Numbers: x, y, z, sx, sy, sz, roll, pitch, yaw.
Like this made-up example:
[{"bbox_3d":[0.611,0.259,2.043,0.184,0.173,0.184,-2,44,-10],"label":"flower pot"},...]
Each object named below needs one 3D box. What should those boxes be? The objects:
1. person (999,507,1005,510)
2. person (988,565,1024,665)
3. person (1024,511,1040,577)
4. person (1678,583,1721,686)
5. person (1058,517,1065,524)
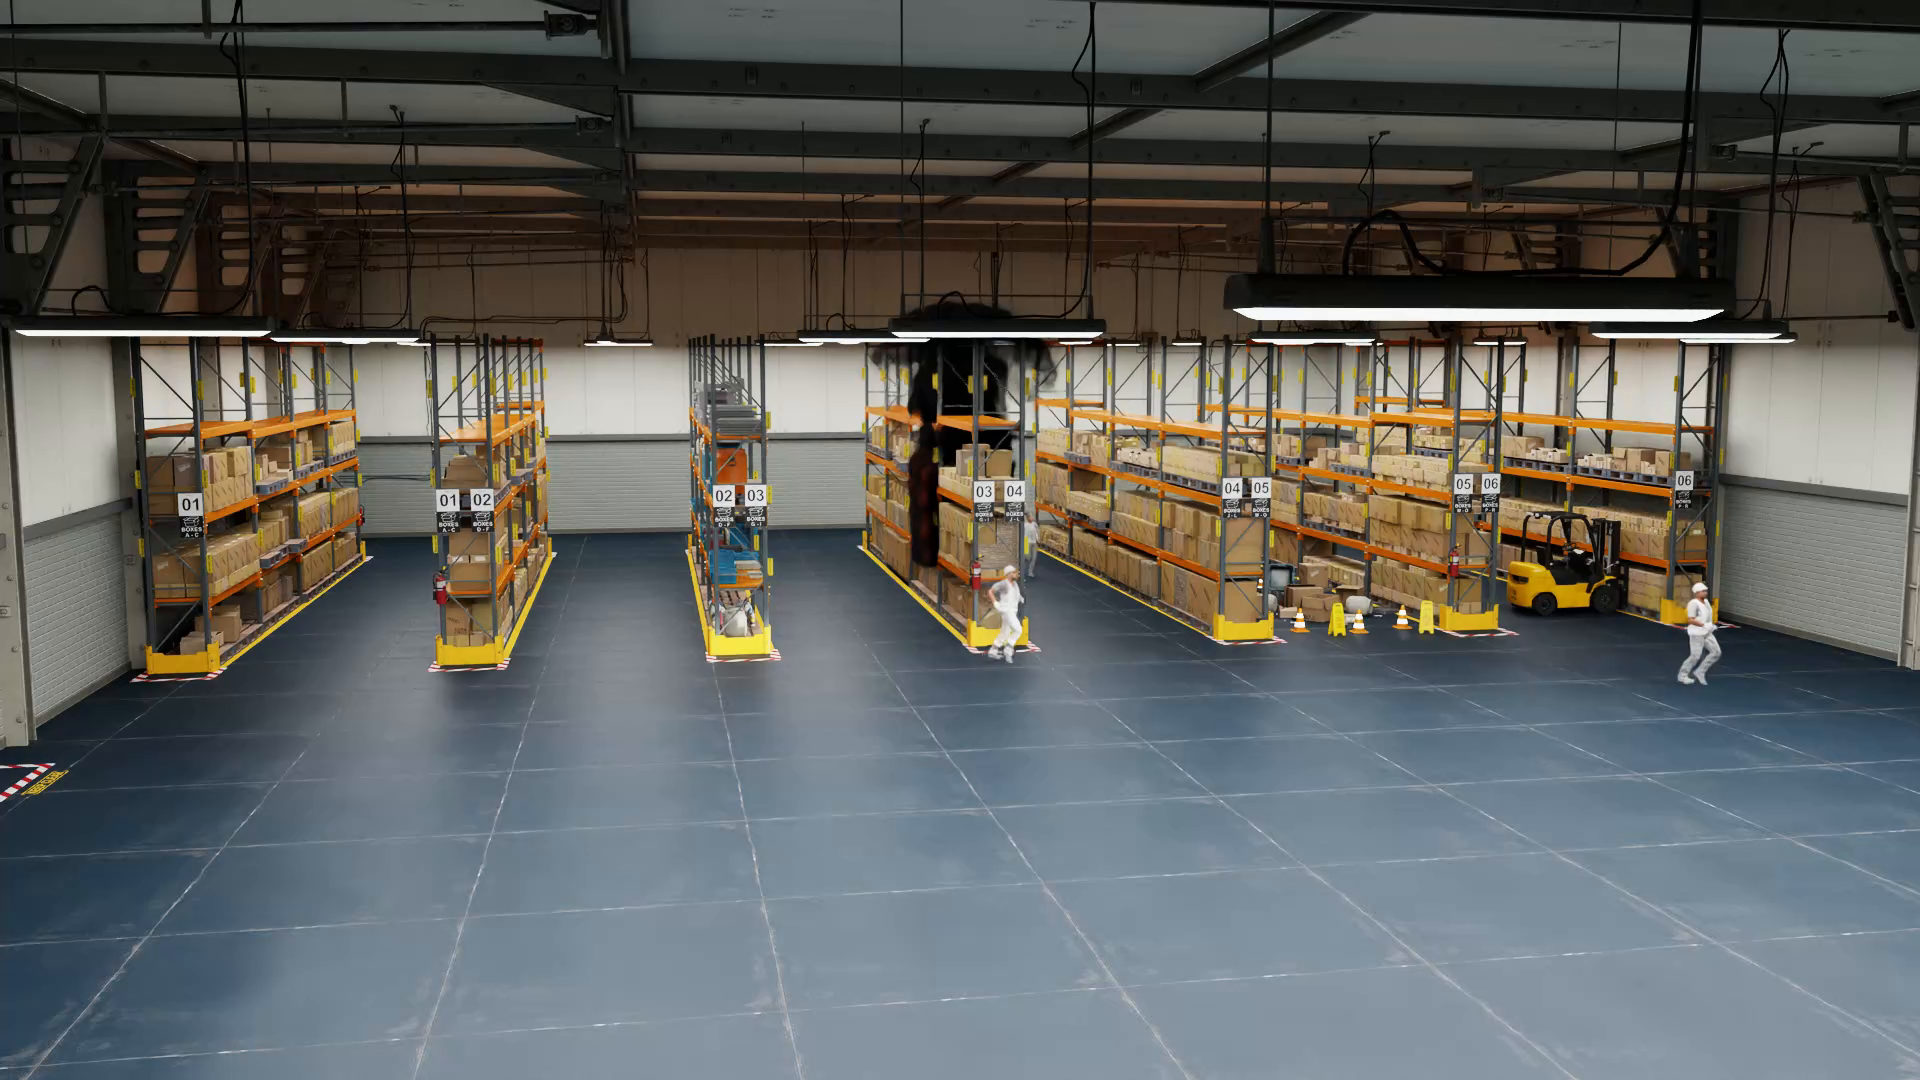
[{"bbox_3d":[1.357,-0.430,46.118,0.725,1.716,0.773,0,7,-3],"label":"person"},{"bbox_3d":[0.878,1.354,30.561,0.693,1.781,0.655,3,7,24],"label":"person"},{"bbox_3d":[1.767,0.087,42.105,0.615,1.653,0.642,-2,7,-19],"label":"person"},{"bbox_3d":[12.614,1.611,28.315,0.682,1.776,0.666,-5,8,-38],"label":"person"},{"bbox_3d":[3.137,-0.838,49.737,0.689,1.820,0.635,-2,7,-18],"label":"person"}]
